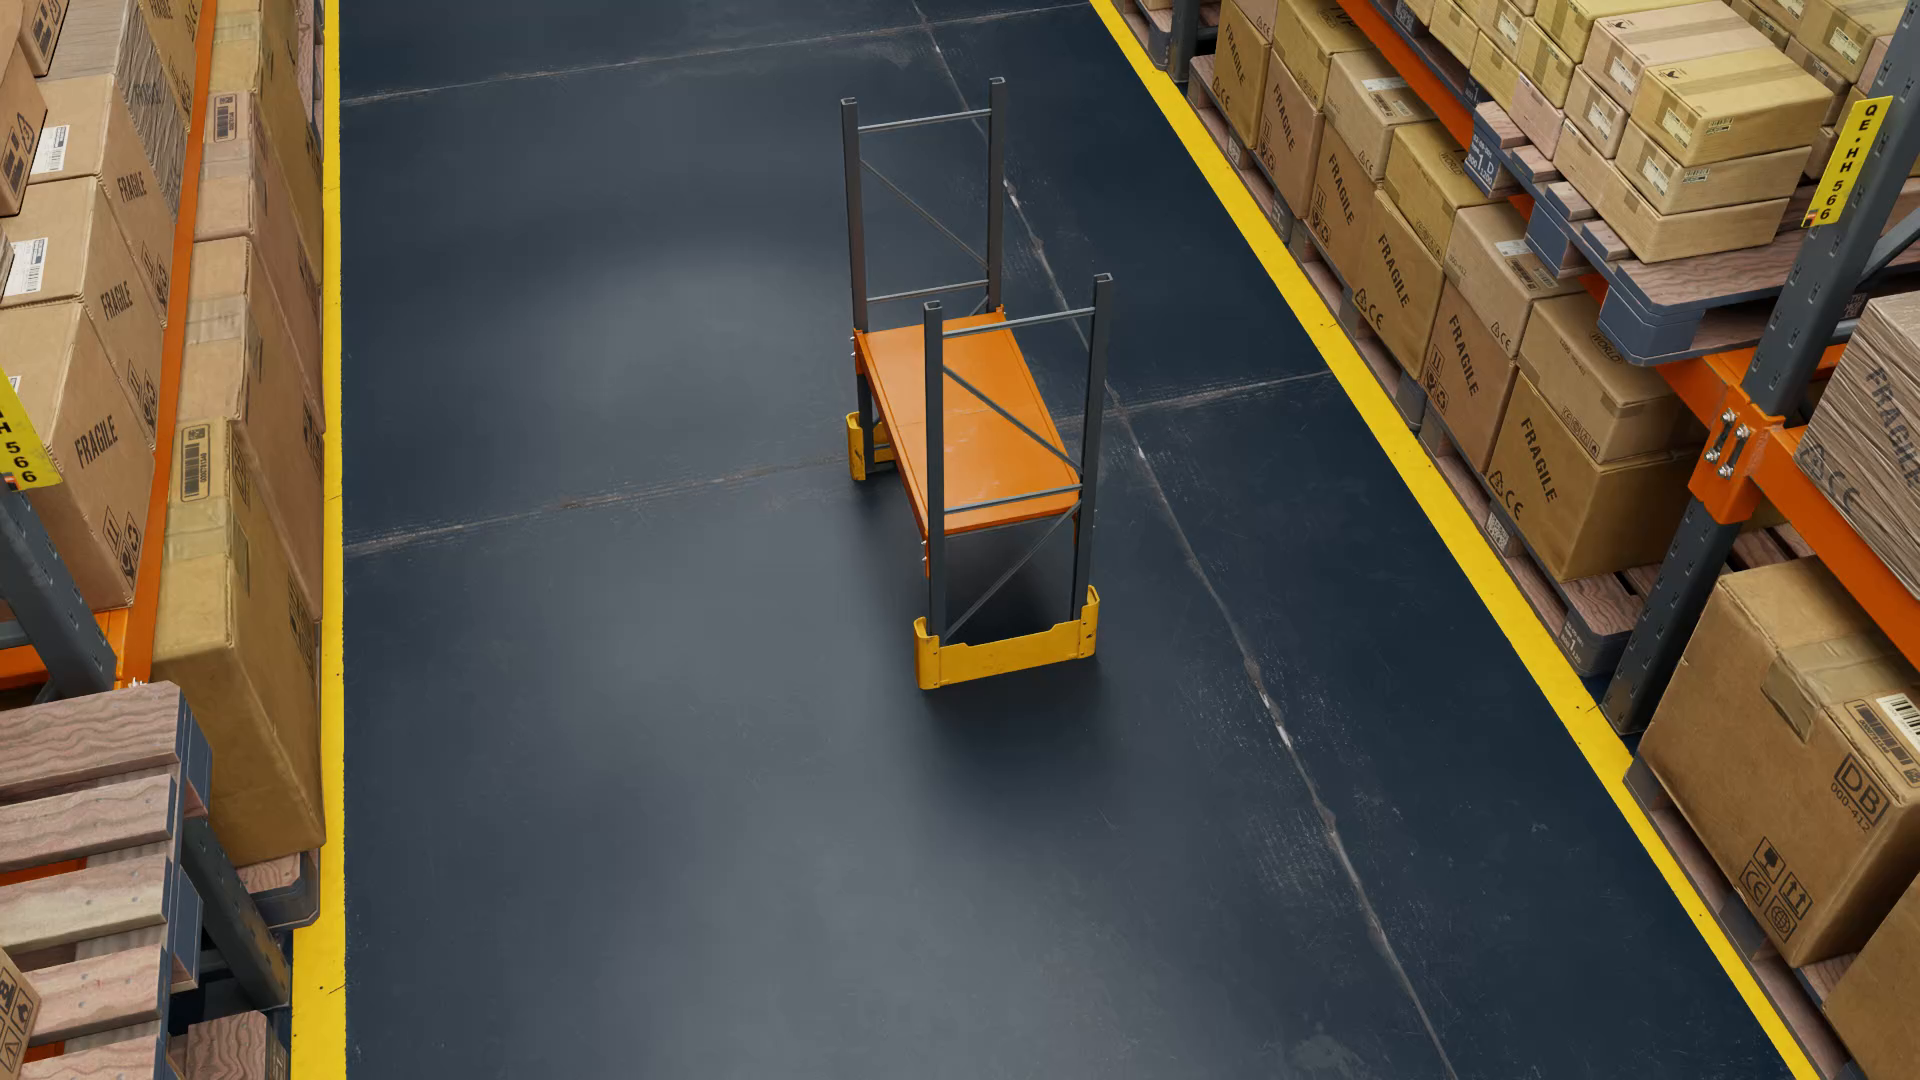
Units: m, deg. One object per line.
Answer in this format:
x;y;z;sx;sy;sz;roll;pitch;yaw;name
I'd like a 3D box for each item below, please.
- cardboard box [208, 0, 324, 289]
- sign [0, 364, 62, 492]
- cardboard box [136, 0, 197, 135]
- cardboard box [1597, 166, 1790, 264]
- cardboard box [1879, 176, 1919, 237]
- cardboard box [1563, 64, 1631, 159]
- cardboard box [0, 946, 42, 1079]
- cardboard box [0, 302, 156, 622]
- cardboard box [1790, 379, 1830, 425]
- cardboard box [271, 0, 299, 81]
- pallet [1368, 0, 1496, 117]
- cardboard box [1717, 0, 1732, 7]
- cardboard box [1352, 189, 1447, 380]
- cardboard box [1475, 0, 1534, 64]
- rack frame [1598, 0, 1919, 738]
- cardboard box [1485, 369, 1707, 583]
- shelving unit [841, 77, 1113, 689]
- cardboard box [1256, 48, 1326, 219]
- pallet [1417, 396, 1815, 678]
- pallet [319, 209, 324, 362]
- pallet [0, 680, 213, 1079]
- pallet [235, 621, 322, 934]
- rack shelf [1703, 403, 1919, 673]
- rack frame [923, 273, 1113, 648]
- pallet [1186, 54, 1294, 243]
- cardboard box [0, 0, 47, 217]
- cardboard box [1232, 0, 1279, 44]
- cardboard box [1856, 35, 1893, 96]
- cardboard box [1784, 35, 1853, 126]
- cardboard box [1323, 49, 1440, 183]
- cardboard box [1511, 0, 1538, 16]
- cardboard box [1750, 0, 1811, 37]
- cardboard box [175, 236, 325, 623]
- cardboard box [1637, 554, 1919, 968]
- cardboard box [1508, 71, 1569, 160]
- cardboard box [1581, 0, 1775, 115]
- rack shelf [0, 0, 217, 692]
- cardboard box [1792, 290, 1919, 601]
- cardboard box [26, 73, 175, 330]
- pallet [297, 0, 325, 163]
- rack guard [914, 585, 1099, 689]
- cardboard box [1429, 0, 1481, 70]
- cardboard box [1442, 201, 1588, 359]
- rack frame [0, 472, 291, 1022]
-3.155;-1.460;6.274;1.225;0.875;0.875;-11;47;-10;cardboard box
-1.792;-0.217;3.107;0.100;0.325;0.005;-11;47;-10;sign
-2.694;-1.555;5.103;0.500;0.500;0.500;-11;47;-11;cardboard box
1.936;-0.886;4.400;0.380;0.149;0.250;-10;46;-10;cardboard box
2.587;-0.975;4.487;0.380;0.149;0.250;-11;47;-11;cardboard box
1.870;-1.175;4.475;0.380;0.149;0.250;-9;46;-9;cardboard box
-1.897;0.817;2.485;0.700;0.500;0.500;-4;46;-4;cardboard box
-2.175;-0.154;3.730;0.500;0.500;0.500;-9;46;-9;cardboard box
2.564;-0.625;5.194;0.500;0.250;0.500;-13;47;-12;cardboard box
-3.430;-2.368;7.165;0.875;0.875;0.875;-11;47;-10;cardboard box
1.960;-1.862;5.609;1.003;0.211;1.213;-11;47;-10;pallet
2.369;-1.649;4.939;0.380;0.149;0.250;-11;47;-10;cardboard box
1.805;-0.970;6.057;0.500;0.500;0.500;-13;47;-12;cardboard box
1.737;-1.529;4.822;0.380;0.149;0.250;-11;47;-10;cardboard box
2.507;-0.570;4.209;1.000;3.000;0.127;-11;47;-10;rack frame
2.085;-0.249;5.350;0.500;0.500;0.500;-11;47;-11;cardboard box
0.020;-0.472;5.163;0.587;1.500;1.083;-11;47;-10;shelving unit
1.552;-1.680;6.753;0.500;0.500;0.500;-9;46;-9;cardboard box
2.308;-0.134;5.734;1.003;0.211;1.213;-11;47;-10;pallet
-3.068;-1.000;6.582;1.003;0.211;1.213;-11;47;-10;pallet
-2.029;0.806;2.994;1.213;0.211;1.003;-11;47;-10;pallet
-2.443;0.685;4.931;1.003;0.211;1.213;-11;47;-10;pallet
3.019;1.062;3.112;1.077;0.370;4.000;-11;47;-10;rack shelf
0.152;-0.115;4.813;0.500;1.500;0.032;-11;47;-10;rack frame
1.683;-1.819;7.385;1.003;0.211;1.213;-11;47;-10;pallet
-2.650;-1.078;3.933;0.797;0.503;0.637;-10;46;-9;cardboard box
1.416;-2.308;6.843;0.500;0.250;0.500;-13;47;-12;cardboard box
2.574;-1.195;4.286;0.380;0.149;0.250;-11;47;-10;cardboard box
2.506;-1.291;4.588;0.380;0.149;0.250;-9;46;-8;cardboard box
1.681;-1.588;6.137;0.500;0.250;0.500;-9;46;-9;cardboard box
1.737;-1.630;4.713;0.380;0.149;0.250;-9;46;-9;cardboard box
2.446;-1.547;4.631;0.380;0.149;0.250;-11;47;-11;cardboard box
-2.691;-0.234;5.072;1.225;0.875;0.875;-11;47;-10;cardboard box
2.576;0.507;4.434;1.050;0.750;0.750;-11;47;-11;cardboard box
1.808;-1.235;4.742;0.380;0.149;0.250;-10;46;-10;cardboard box
1.876;-1.266;4.356;0.380;0.149;0.250;-11;47;-11;cardboard box
-2.826;-0.862;4.998;1.077;0.370;4.000;-11;47;-10;rack shelf
2.361;-0.246;3.821;0.500;0.500;0.500;-10;46;-10;cardboard box
-2.444;-0.862;4.425;0.500;0.500;0.500;-11;47;-11;cardboard box
-3.457;-2.058;7.619;1.003;0.211;1.213;-11;47;-10;pallet
0.147;0.309;5.272;0.587;0.250;0.087;-11;47;-10;rack guard
1.677;-1.593;5.093;0.380;0.149;0.250;-13;47;-12;cardboard box
1.938;-0.876;5.439;0.500;0.250;0.500;-10;46;-10;cardboard box
-2.314;0.267;3.388;1.000;3.000;0.127;-11;47;-10;rack frame
